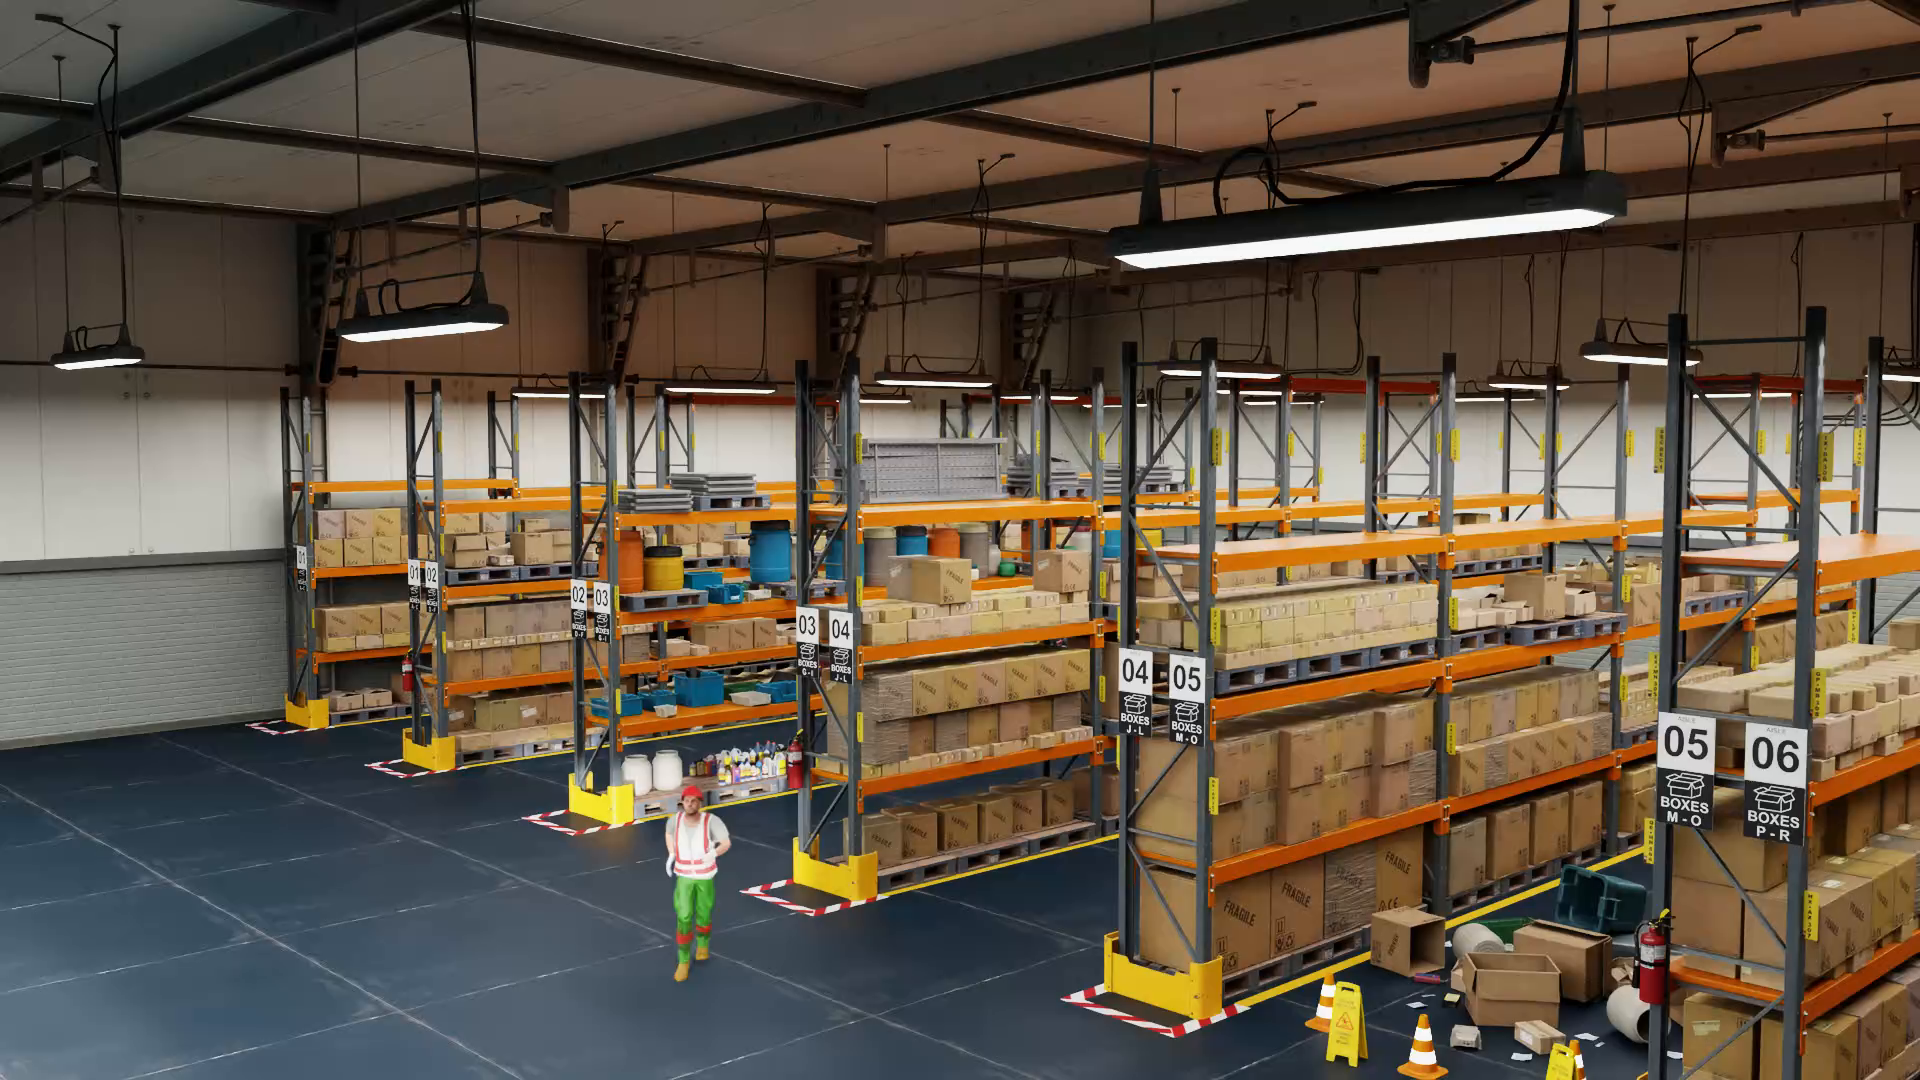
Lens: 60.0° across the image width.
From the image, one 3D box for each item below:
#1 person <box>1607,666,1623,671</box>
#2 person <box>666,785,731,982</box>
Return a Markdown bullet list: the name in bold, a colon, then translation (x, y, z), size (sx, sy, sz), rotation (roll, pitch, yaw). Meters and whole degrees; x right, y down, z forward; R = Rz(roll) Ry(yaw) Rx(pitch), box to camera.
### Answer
- **person**: translation (10.038, 2.713, 25.213), size (0.716, 1.744, 0.683), rotation (-4, 5, -45)
- **person**: translation (-2.517, 3.250, 15.956), size (0.643, 1.838, 0.798), rotation (0, 4, -4)
